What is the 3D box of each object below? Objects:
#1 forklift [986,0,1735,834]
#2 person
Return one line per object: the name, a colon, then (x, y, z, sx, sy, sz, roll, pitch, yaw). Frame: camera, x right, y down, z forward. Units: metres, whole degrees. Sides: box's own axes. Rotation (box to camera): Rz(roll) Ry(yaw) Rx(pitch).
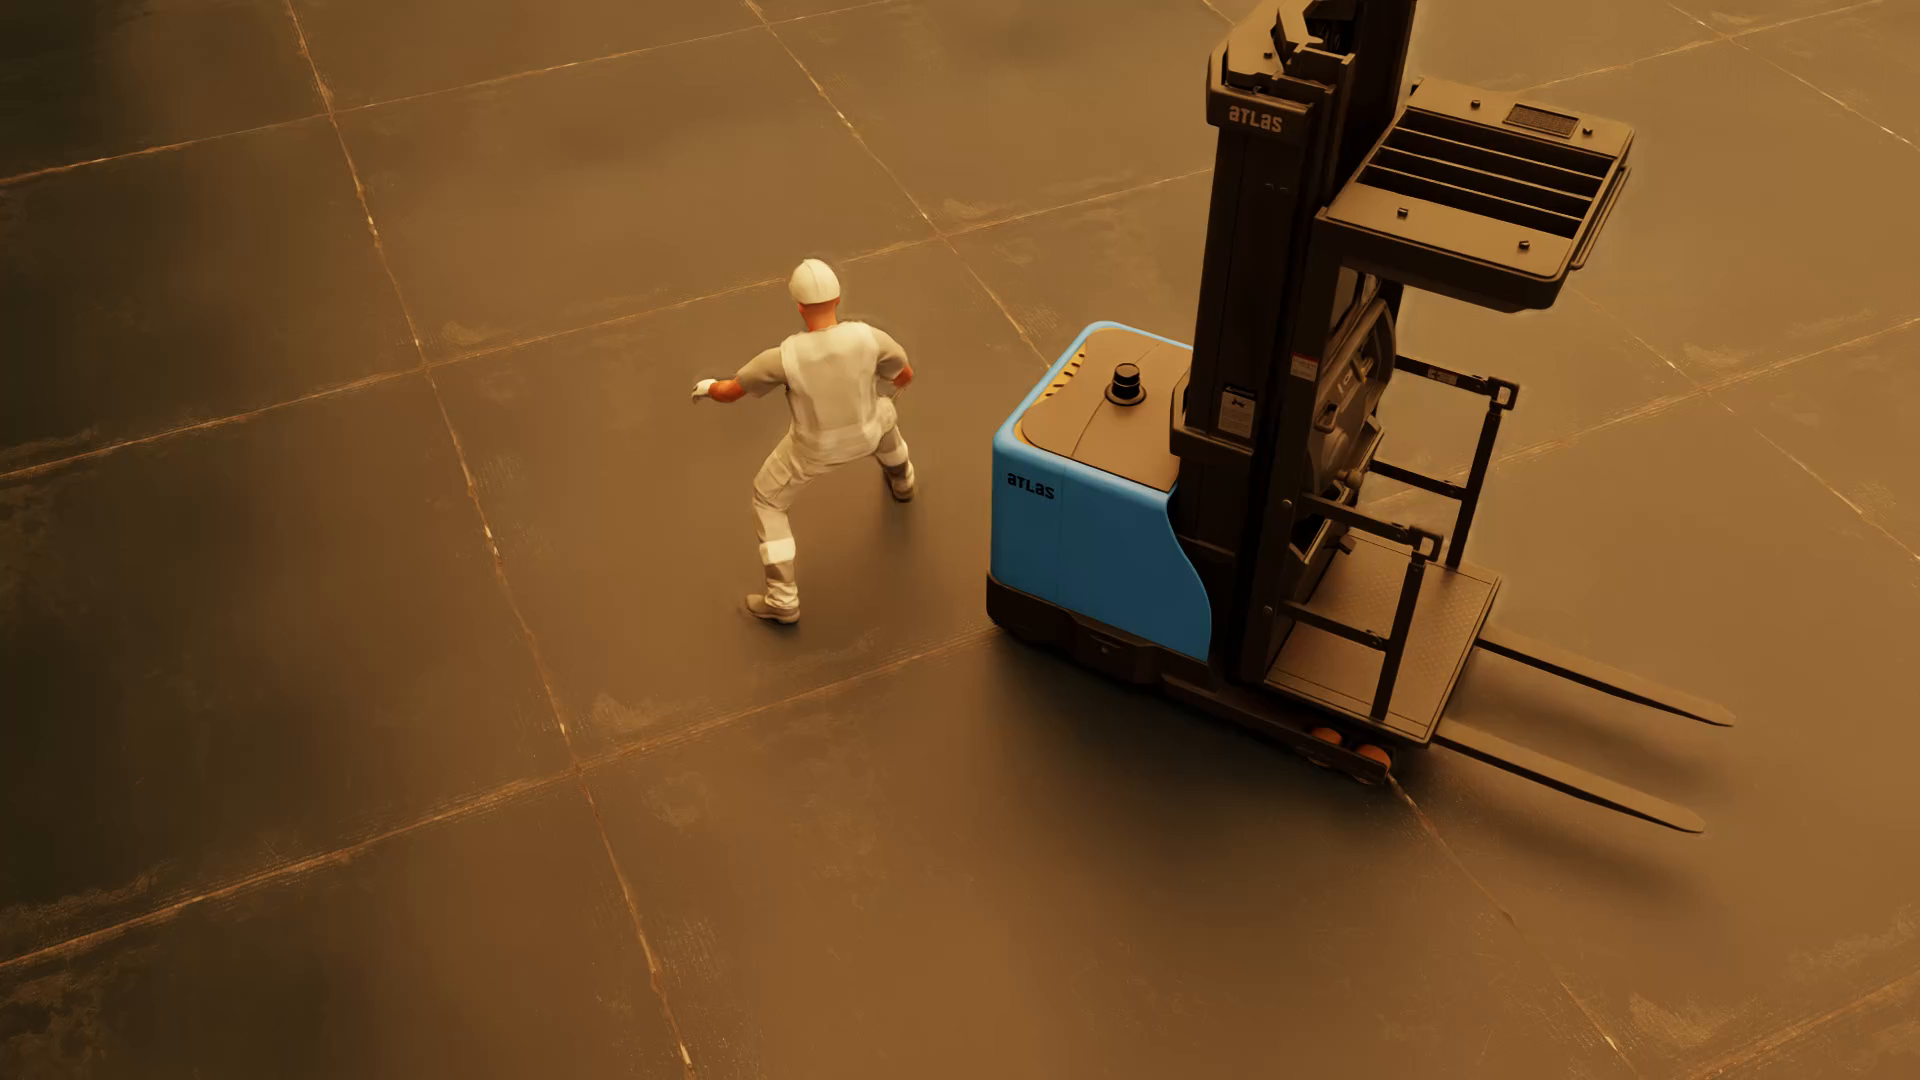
forklift: (1.657, -0.496, 6.212, 3.031, 2.935, 1.130, 21, 47, 21)
person: (-0.625, -0.545, 7.266, 1.020, 1.628, 0.929, -12, 44, -13)
